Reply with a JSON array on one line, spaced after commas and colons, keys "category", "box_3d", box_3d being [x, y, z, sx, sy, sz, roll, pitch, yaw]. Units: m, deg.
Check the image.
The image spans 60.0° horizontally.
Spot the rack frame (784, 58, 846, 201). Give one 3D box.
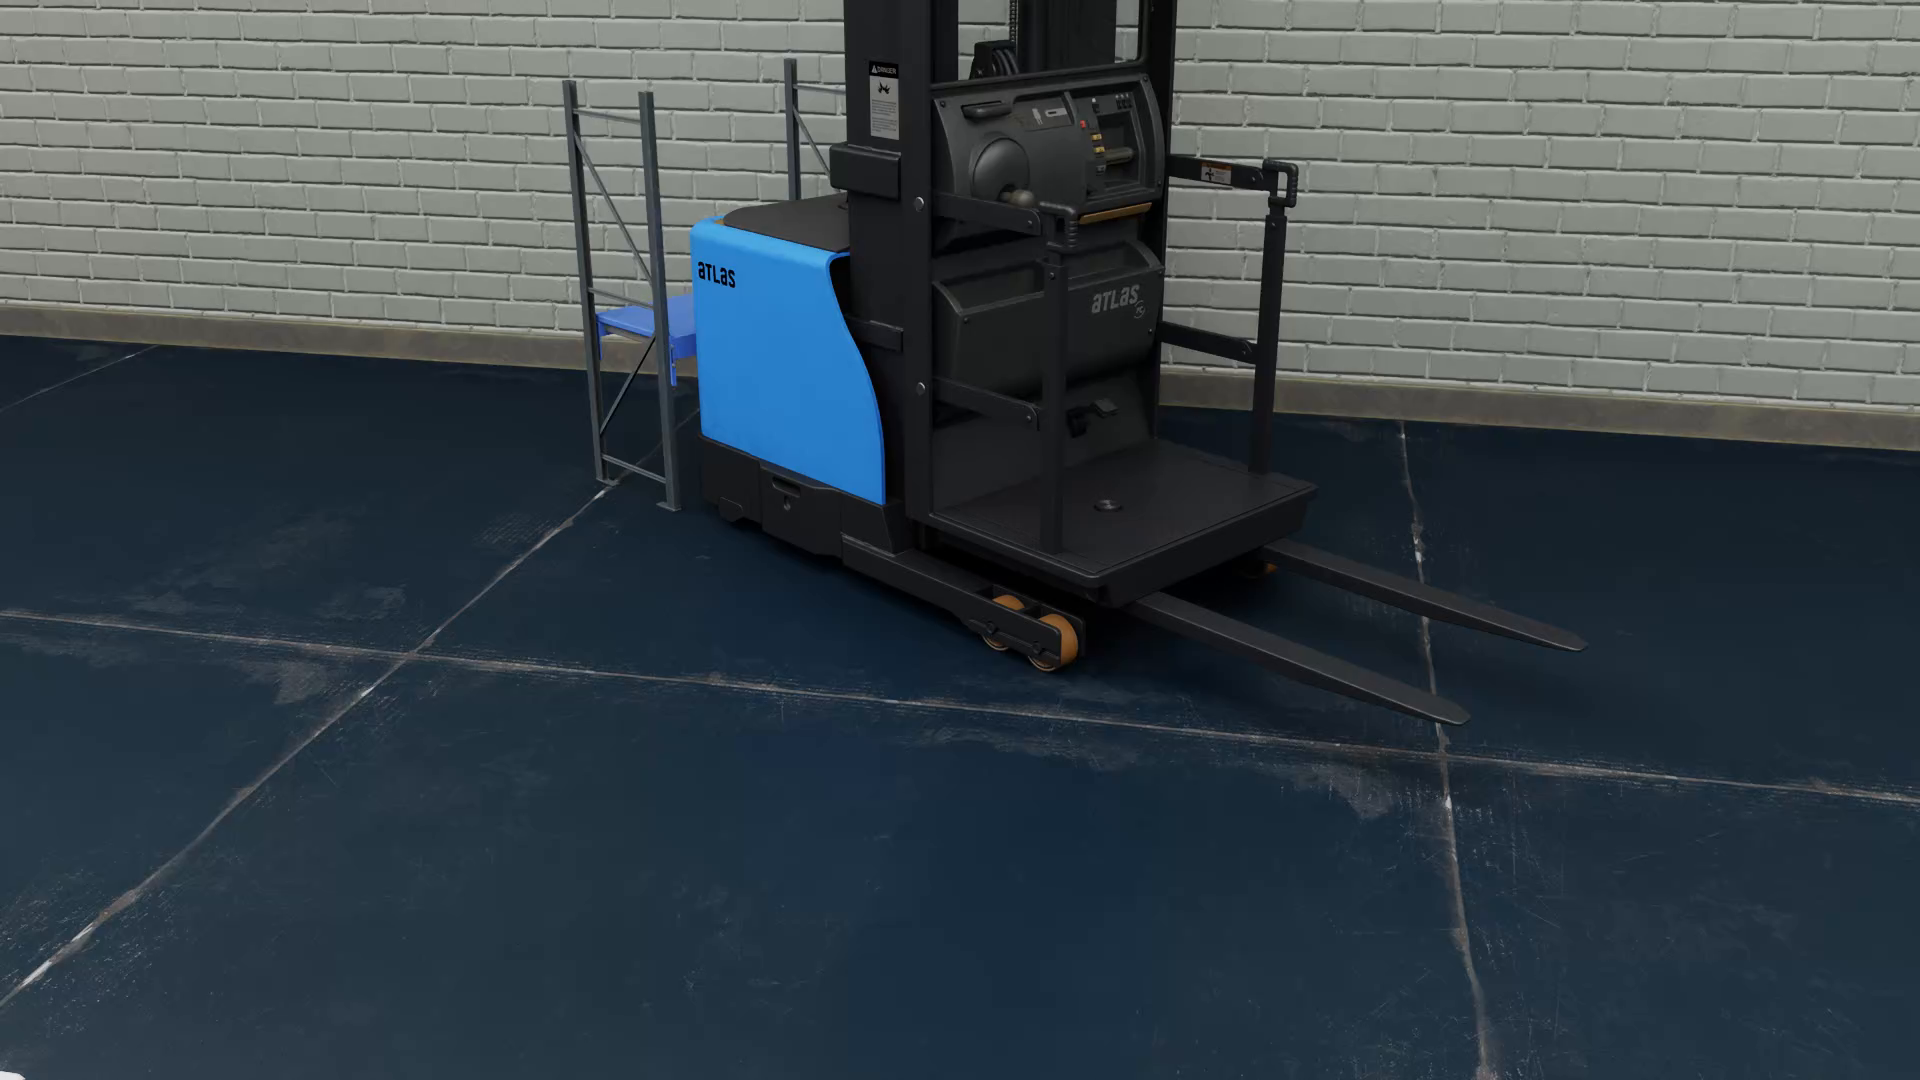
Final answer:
[{"category": "rack frame", "box_3d": [-0.505, -1.136, 6.667, 0.500, 1.500, 0.032, 20, 29, 40]}]

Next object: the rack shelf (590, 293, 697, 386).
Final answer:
[{"category": "rack shelf", "box_3d": [-0.860, -0.834, 6.397, 0.538, 0.185, 1.000, 20, 29, 40]}]

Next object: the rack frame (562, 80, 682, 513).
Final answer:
[{"category": "rack frame", "box_3d": [-1.215, -0.864, 5.992, 0.500, 1.500, 0.032, 20, 29, 40]}]

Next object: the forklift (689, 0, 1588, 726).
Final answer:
[{"category": "forklift", "box_3d": [0.434, -1.190, 4.884, 1.130, 2.935, 3.031, -20, 29, -40]}]

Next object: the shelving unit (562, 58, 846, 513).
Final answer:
[{"category": "shelving unit", "box_3d": [-0.860, -1.000, 6.330, 0.538, 1.500, 1.048, 20, 29, 40]}]
